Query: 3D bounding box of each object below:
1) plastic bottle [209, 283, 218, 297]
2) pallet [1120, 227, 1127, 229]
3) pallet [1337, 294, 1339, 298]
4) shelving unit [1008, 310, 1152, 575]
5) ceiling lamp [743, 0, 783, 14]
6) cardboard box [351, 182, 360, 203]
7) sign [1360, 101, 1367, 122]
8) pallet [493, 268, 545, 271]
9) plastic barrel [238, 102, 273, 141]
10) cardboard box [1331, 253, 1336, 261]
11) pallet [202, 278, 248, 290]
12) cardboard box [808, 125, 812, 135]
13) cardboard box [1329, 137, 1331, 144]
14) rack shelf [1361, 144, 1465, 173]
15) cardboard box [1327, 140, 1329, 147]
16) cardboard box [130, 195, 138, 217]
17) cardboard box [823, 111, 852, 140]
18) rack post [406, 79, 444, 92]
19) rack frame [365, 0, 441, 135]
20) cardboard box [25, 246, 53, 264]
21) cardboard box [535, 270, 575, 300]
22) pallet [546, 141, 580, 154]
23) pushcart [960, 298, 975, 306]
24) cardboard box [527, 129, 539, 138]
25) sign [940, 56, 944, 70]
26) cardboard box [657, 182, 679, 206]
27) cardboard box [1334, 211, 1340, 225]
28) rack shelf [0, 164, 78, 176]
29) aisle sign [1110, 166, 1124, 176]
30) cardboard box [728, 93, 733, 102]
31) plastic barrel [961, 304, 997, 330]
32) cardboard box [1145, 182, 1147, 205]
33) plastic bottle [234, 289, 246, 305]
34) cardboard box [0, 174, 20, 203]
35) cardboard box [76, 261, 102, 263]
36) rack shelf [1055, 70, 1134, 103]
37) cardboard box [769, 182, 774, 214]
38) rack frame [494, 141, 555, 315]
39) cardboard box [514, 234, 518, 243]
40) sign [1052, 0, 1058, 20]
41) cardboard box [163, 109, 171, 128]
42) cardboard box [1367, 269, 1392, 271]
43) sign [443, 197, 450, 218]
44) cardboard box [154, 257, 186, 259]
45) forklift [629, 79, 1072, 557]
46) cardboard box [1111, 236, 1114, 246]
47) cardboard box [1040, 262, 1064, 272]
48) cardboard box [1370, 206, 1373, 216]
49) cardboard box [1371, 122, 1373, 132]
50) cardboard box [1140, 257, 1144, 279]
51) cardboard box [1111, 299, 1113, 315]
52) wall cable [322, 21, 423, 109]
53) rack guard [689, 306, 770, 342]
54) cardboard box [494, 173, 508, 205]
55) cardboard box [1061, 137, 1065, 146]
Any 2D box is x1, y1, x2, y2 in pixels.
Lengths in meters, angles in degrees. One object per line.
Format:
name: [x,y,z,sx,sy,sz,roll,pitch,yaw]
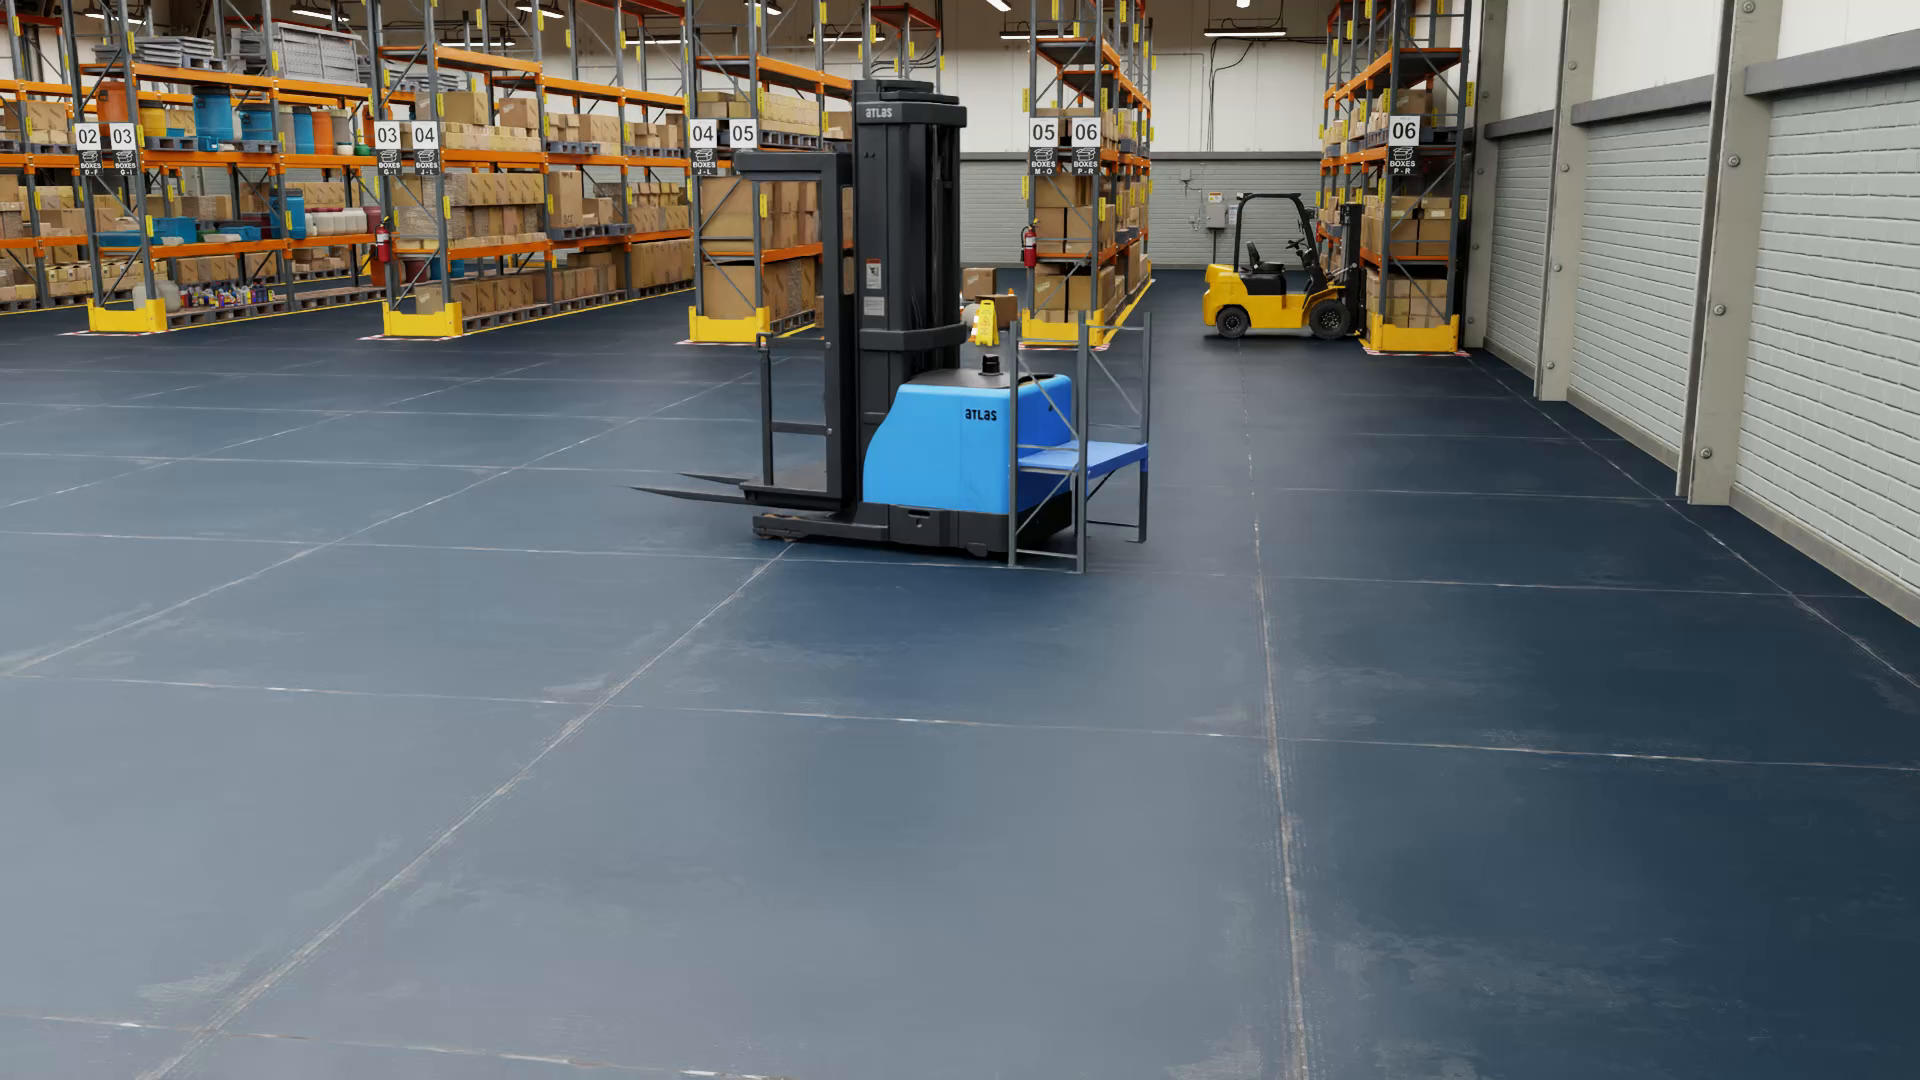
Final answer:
plastic bottle: [-13.152,-4.348,29.291,0.144,0.351,0.185,1,12,6]
pallet: [2.449,-5.465,29.689,1.003,0.211,1.213,2,12,9]
pallet: [7.770,-4.604,31.853,1.003,0.211,1.213,2,12,9]
shelving unit: [0.761,-0.643,10.417,0.538,1.500,1.048,6,14,27]
ceiling lamp: [-3.870,-12.649,34.473,0.800,3.185,2.000,2,12,9]
cardboard box: [-15.434,-8.717,41.710,0.500,0.500,0.500,2,12,8]
sign: [6.465,-6.868,26.649,0.100,0.325,0.005,2,12,9]
pallet: [-10.908,-6.586,41.052,1.003,0.211,1.213,2,12,9]
plastic barrel: [-12.725,-7.446,30.113,0.600,0.901,0.708,2,12,9]
cardboard box: [7.915,-5.880,34.552,0.380,0.149,0.250,2,12,11]
pallet: [-16.525,-5.660,36.754,1.003,0.211,1.213,2,12,9]
cardboard box: [-2.626,-6.684,27.132,0.380,0.149,0.250,2,12,10]
cardboard box: [7.720,-8.141,33.890,0.380,0.149,0.250,2,12,9]
rack shelf: [6.695,-5.678,24.808,1.077,0.370,4.000,2,12,9]
cardboard box: [8.304,-8.612,36.363,0.500,0.250,0.500,2,12,8]
cardboard box: [-20.828,-8.170,41.073,0.980,0.700,0.700,1,12,6]
cardboard box: [-2.185,-7.510,30.131,0.500,0.500,0.500,2,12,9]
rack post: [-11.544,-9.550,35.132,0.937,0.300,0.954,3,13,15]
rack frame: [-8.310,-7.561,24.717,1.000,3.000,0.127,2,12,9]
cardboard box: [-21.253,-6.438,37.850,0.750,0.750,0.750,2,12,10]
cardboard box: [-7.487,-4.680,30.478,0.700,0.500,0.500,2,12,8]
pallet: [-7.495,-6.961,29.497,1.213,0.211,1.003,2,12,9]
pushcart: [-0.163,-3.921,28.294,1.648,0.377,0.936,-2,12,-11]
cardboard box: [-7.459,-6.972,28.514,0.380,0.149,0.250,2,12,10]
sign: [-0.418,-11.222,39.111,0.100,0.325,0.005,2,12,9]
cardboard box: [-6.554,-7.532,36.206,0.797,0.503,0.637,2,12,7]
cardboard box: [7.460,-6.175,31.884,0.500,0.250,0.500,1,12,6]
rack shelf: [-21.455,-8.306,37.003,1.077,0.370,4.000,2,12,9]
aisle sign: [3.667,-8.933,39.154,0.394,0.787,0.004,2,12,9]
cardboard box: [-3.629,-6.620,24.943,0.380,0.149,0.250,2,12,10]
plastic barrel: [0.304,-3.527,26.354,0.421,0.421,0.512,-10,16,-40]
cardboard box: [3.973,-7.855,37.711,0.500,0.500,0.500,2,12,8]
plastic bottle: [-12.511,-4.221,28.879,0.152,0.276,0.135,2,12,10]
cardboard box: [-17.545,-6.373,30.129,0.700,0.500,0.500,2,12,9]
cardboard box: [-17.391,-5.435,33.293,0.500,0.311,0.500,2,12,7]
rack shelf: [2.405,-7.942,29.141,1.077,0.370,4.000,2,12,9]
cardboard box: [-3.336,-5.241,25.274,0.875,0.550,0.550,2,12,9]
rack frame: [-7.695,-5.461,29.213,1.000,3.000,0.127,2,12,9]
cardboard box: [-7.680,-5.079,28.035,0.380,0.149,0.250,2,12,9]
sign: [1.548,-8.623,27.054,0.100,0.325,0.005,2,12,9]
cardboard box: [-16.794,-8.710,34.558,0.500,0.500,0.500,2,12,9]
cardboard box: [6.530,-4.133,26.208,0.500,0.250,0.500,2,12,9]
sign: [-7.774,-5.034,25.177,0.100,0.325,0.005,2,12,9]
cardboard box: [-16.956,-5.811,35.725,0.500,0.500,0.500,2,12,11]
forklift: [-0.811,-1.514,11.060,3.031,2.935,1.130,6,13,25]
cardboard box: [2.318,-4.888,27.151,0.380,0.149,0.250,2,12,10]
cardboard box: [1.380,-4.158,25.378,0.380,0.149,0.250,2,12,10]
cardboard box: [6.468,-5.022,25.401,0.380,0.149,0.250,1,12,7]
cardboard box: [6.515,-6.334,25.506,0.380,0.149,0.250,2,12,10]
cardboard box: [3.667,-6.072,37.131,0.875,0.438,0.875,2,12,7]
cardboard box: [2.200,-3.758,26.841,0.500,0.250,0.500,2,12,7]
wall cable: [-16.636,-13.402,47.204,3.097,2.526,0.112,2,12,9]
rack guard: [-3.428,-3.220,24.746,1.175,0.500,0.348,2,12,9]
cardboard box: [-7.726,-5.729,27.141,0.500,0.500,0.500,2,12,9]
cardboard box: [1.341,-5.841,24.454,0.380,0.149,0.250,2,12,10]
